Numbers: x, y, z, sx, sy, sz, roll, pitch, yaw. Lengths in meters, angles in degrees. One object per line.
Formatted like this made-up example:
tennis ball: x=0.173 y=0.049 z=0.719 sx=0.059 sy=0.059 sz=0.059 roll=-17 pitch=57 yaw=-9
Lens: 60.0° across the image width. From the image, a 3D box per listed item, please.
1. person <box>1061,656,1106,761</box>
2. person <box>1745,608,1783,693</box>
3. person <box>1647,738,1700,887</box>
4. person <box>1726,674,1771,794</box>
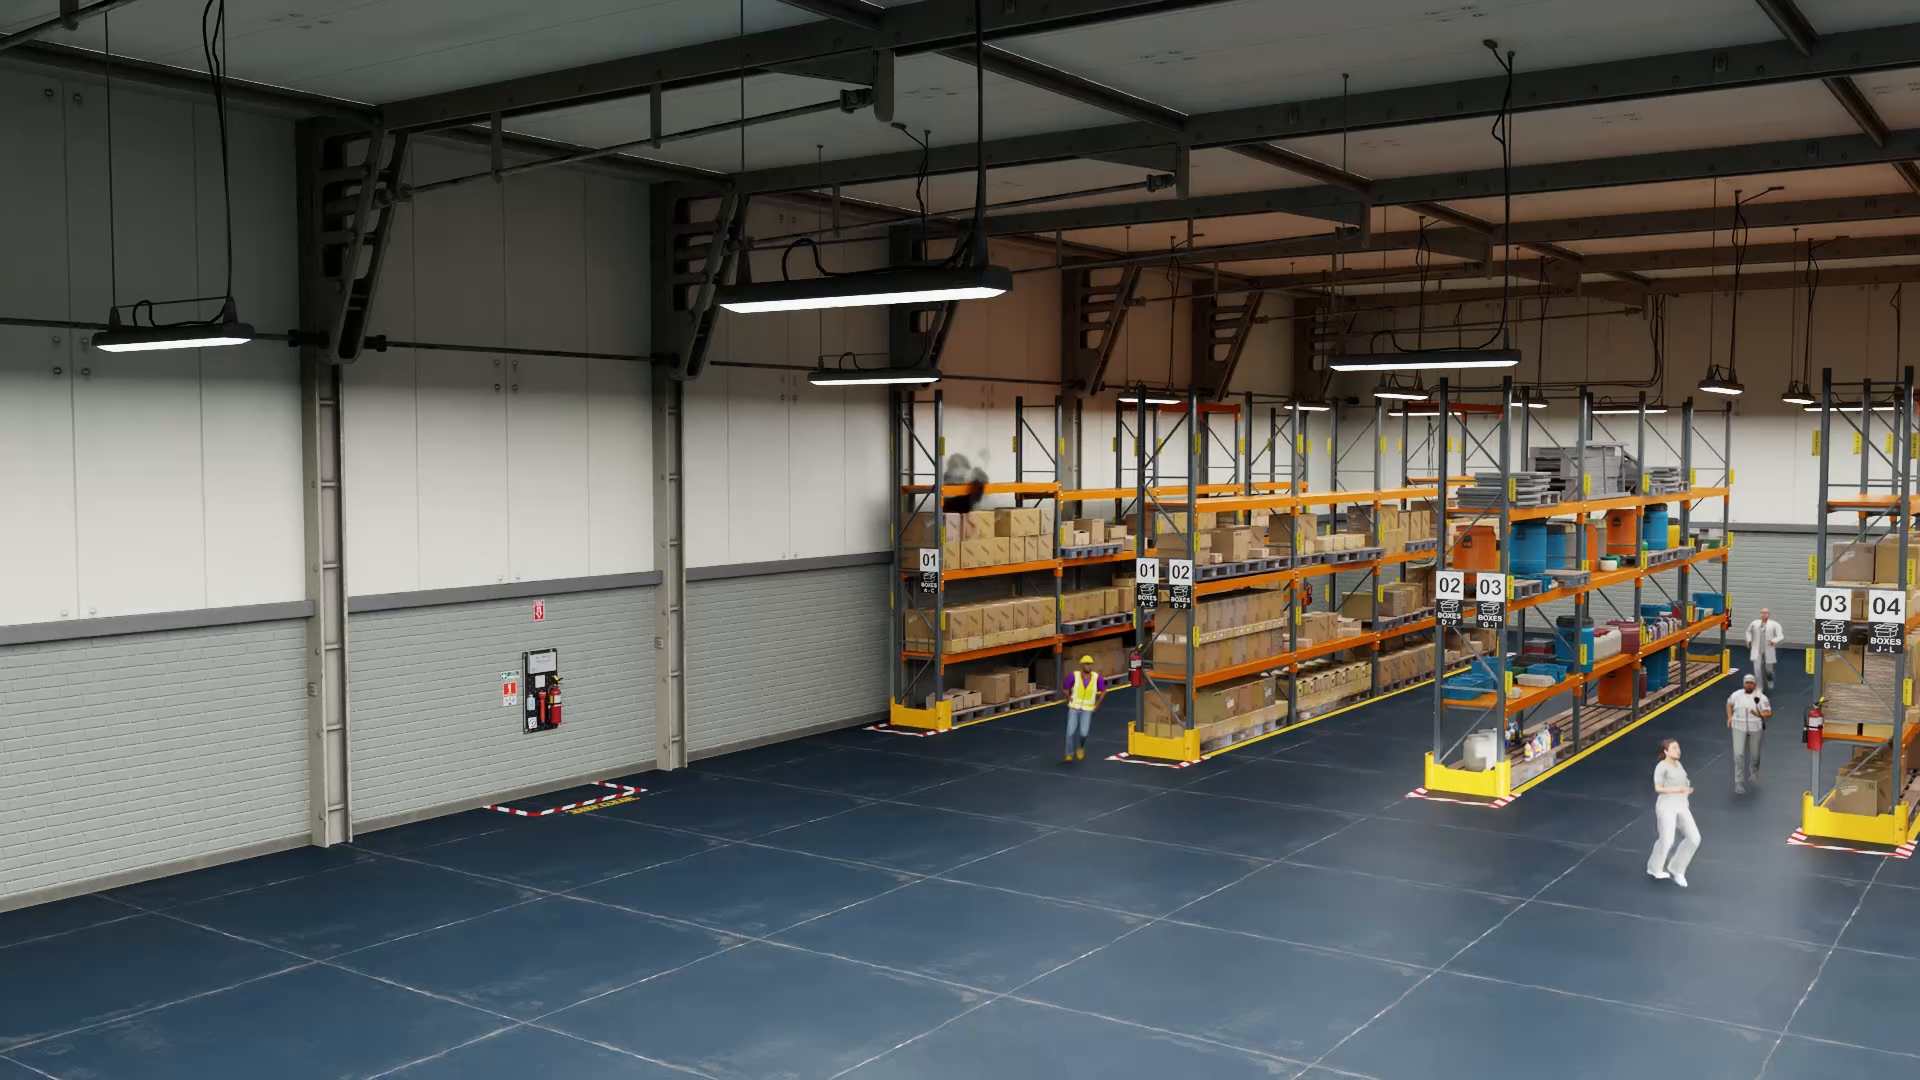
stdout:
person: x=1.946 y=2.665 z=26.276 sx=0.701 sy=1.687 sz=0.562 roll=0 pitch=3 yaw=6
person: x=16.261 y=2.241 z=33.638 sx=0.695 sy=1.733 sz=0.812 roll=2 pitch=4 yaw=35
person: x=8.140 y=3.105 z=18.960 sx=0.545 sy=1.695 sz=0.662 roll=-1 pitch=3 yaw=-22
person: x=11.480 y=2.789 z=24.224 sx=0.598 sy=1.678 sz=0.918 roll=2 pitch=4 yaw=25
